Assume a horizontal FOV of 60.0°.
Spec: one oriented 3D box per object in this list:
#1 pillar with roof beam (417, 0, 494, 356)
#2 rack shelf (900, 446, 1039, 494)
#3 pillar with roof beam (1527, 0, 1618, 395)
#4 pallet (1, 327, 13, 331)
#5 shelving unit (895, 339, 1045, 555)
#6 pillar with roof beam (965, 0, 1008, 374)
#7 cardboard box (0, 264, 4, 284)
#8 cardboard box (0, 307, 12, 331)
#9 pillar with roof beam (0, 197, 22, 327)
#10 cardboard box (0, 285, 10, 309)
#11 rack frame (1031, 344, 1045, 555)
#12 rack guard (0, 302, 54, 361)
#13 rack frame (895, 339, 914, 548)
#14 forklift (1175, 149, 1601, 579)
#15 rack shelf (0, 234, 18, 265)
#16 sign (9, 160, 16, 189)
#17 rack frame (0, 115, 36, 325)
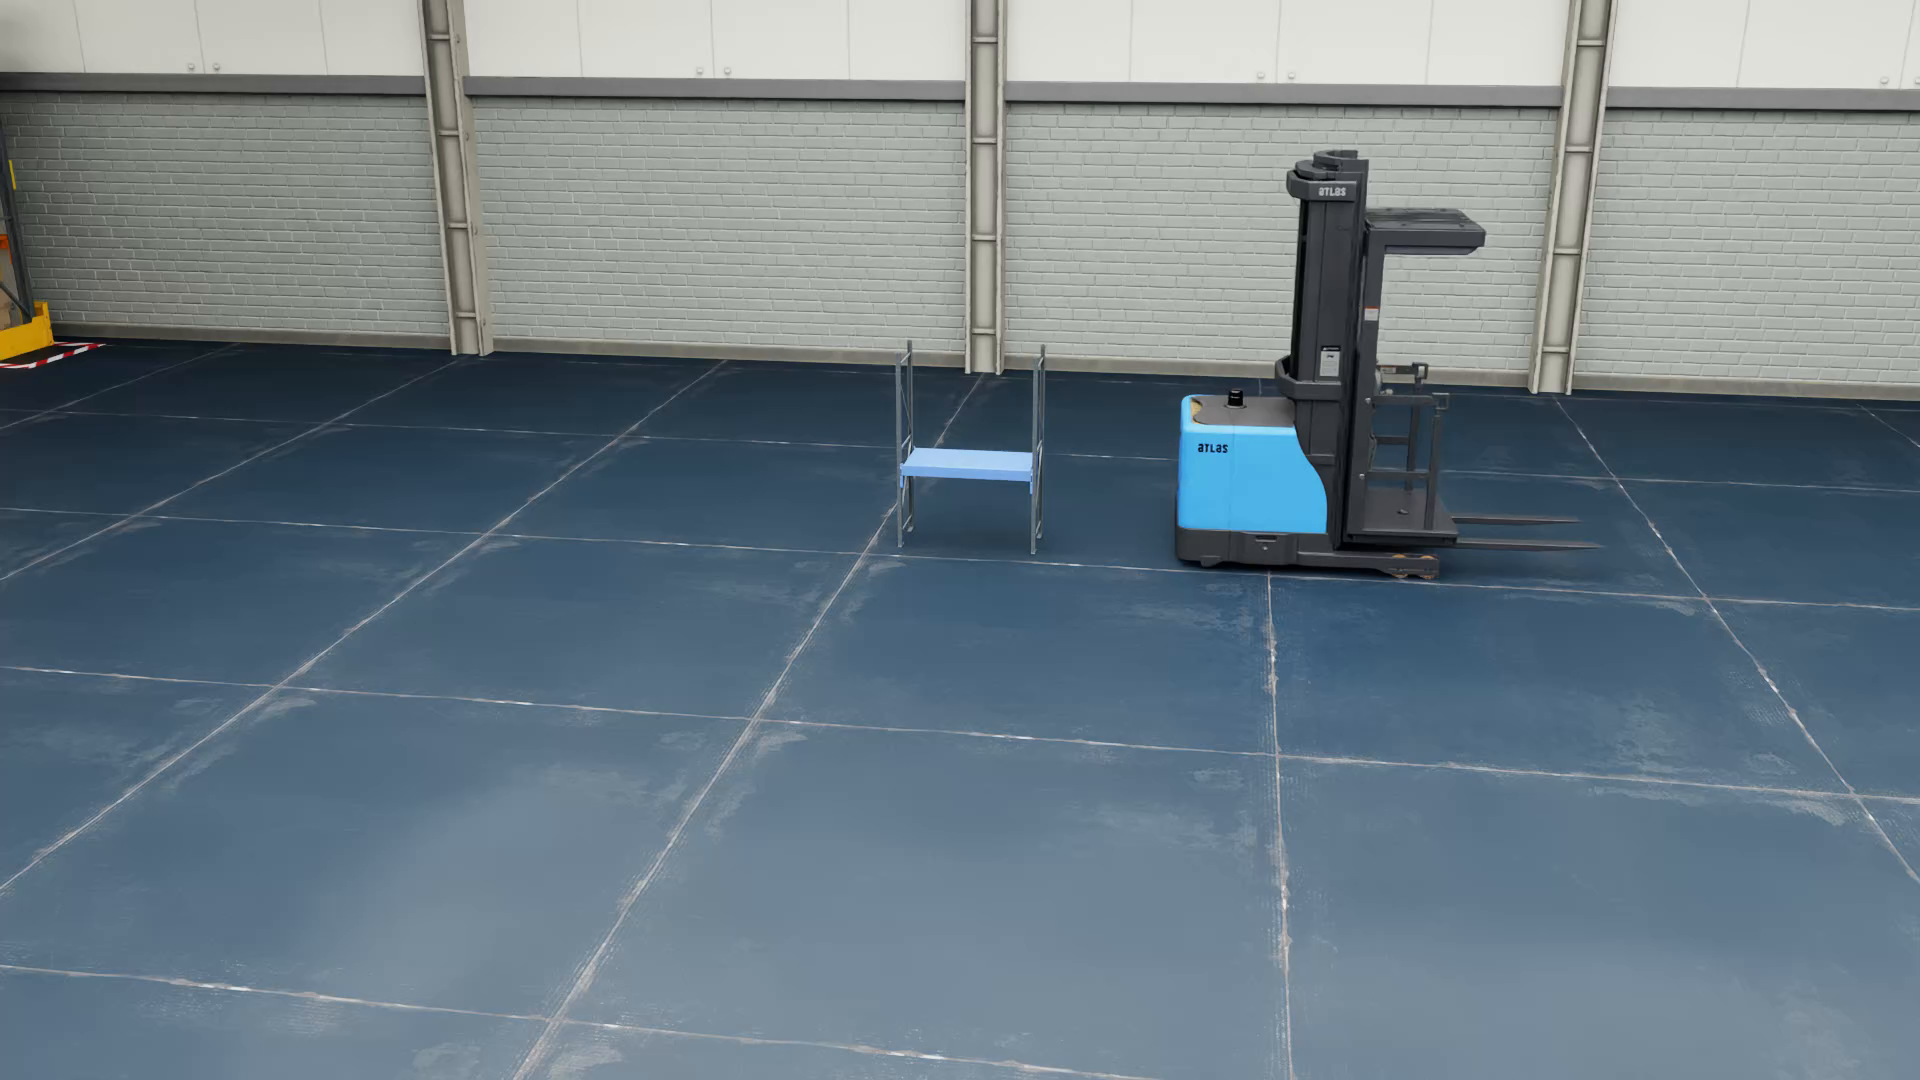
[{"bbox_3d":[-6.332,-5.094,13.847,0.400,9.000,9.100,3,19,9],"label":"pillar with roof beam"},{"bbox_3d":[0.084,-0.536,12.609,1.000,0.185,0.538,3,19,9],"label":"rack shelf"},{"bbox_3d":[5.516,-4.490,12.042,0.400,9.000,9.100,3,19,9],"label":"pillar with roof beam"},{"bbox_3d":[-11.791,-2.286,19.301,1.213,0.211,1.003,3,19,9],"label":"pallet"},{"bbox_3d":[0.084,-0.707,12.552,1.048,1.500,0.538,3,19,9],"label":"shelving unit"},{"bbox_3d":[-0.408,-4.792,12.944,0.400,9.000,9.100,3,19,9],"label":"pillar with roof beam"},{"bbox_3d":[-11.474,-3.035,19.244,0.500,0.250,0.500,3,19,8],"label":"cardboard box"},{"bbox_3d":[-11.483,-2.564,19.410,0.500,0.250,0.500,3,19,9],"label":"cardboard box"},{"bbox_3d":[-12.257,-5.396,14.749,0.400,9.000,9.100,3,19,9],"label":"pillar with roof beam"},{"bbox_3d":[-11.460,-2.804,19.339,0.500,0.250,0.500,3,19,10],"label":"cardboard box"},{"bbox_3d":[0.586,-0.681,12.476,0.032,1.500,0.500,3,19,9],"label":"rack frame"},{"bbox_3d":[-11.005,-2.396,19.176,0.348,0.500,1.175,3,19,9],"label":"rack guard"},{"bbox_3d":[-0.418,-0.733,12.629,0.032,1.500,0.500,3,19,9],"label":"rack frame"},{"bbox_3d":[3.139,-1.287,12.032,3.031,2.935,1.130,2,19,6],"label":"forklift"},{"bbox_3d":[-13.004,-3.342,19.198,4.000,0.370,1.077,3,19,9],"label":"rack shelf"},{"bbox_3d":[-10.935,-4.204,19.152,0.005,0.325,0.100,3,19,9],"label":"sign"},{"bbox_3d":[-11.029,-3.583,18.783,0.127,3.000,1.000,3,19,9],"label":"rack frame"}]
